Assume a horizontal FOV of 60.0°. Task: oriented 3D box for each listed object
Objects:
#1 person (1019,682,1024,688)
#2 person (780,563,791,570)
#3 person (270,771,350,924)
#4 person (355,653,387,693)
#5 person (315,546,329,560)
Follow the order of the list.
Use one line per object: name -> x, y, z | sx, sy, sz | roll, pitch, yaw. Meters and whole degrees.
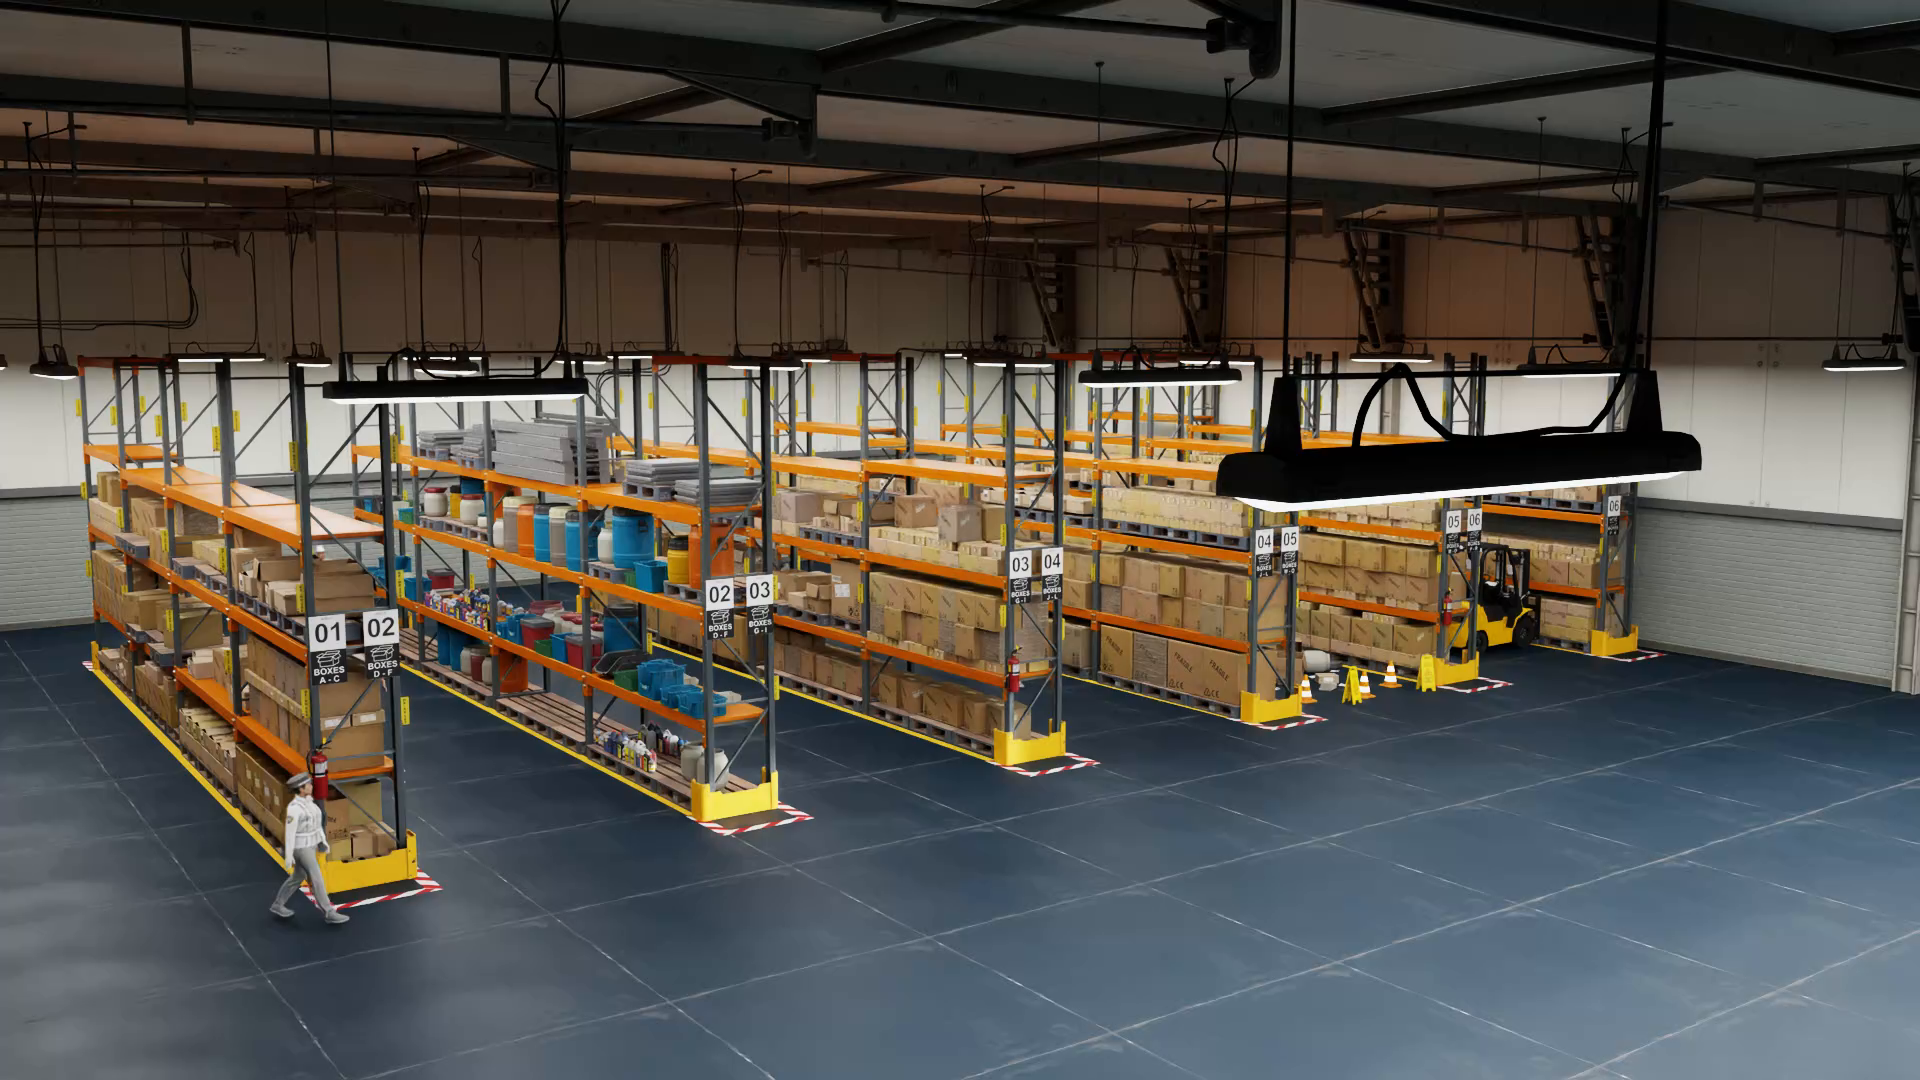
person -> 0.875, 1.873, 30.324 | 0.470, 1.538, 0.953 | -3, 7, -20
person -> -3.677, 1.289, 34.758 | 0.692, 1.686, 0.729 | -3, 8, -25
person -> -7.069, 3.315, 18.056 | 0.969, 1.636, 0.539 | 1, 7, 5
person -> -9.345, 2.324, 26.268 | 0.511, 1.600, 1.044 | -7, 10, -44
person -> -14.133, 0.997, 36.812 | 0.519, 1.733, 1.133 | -1, 7, -7
